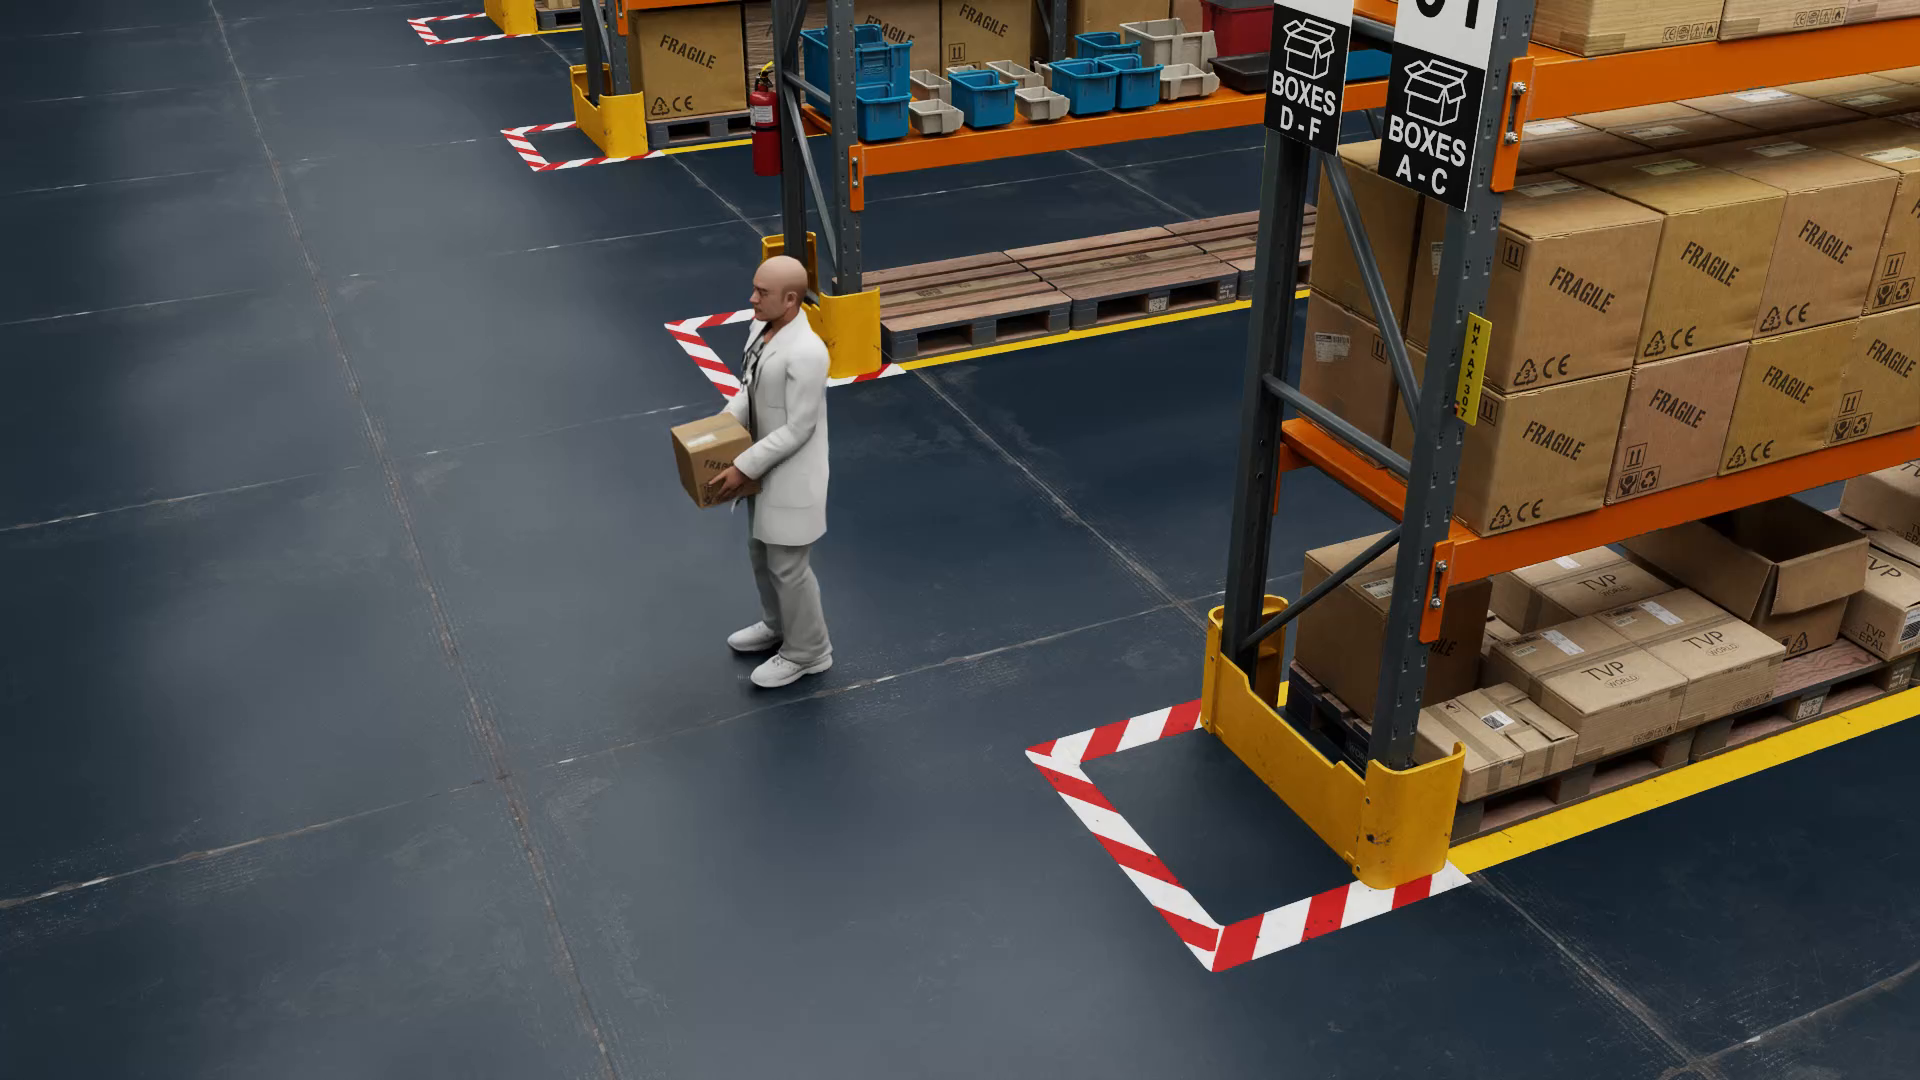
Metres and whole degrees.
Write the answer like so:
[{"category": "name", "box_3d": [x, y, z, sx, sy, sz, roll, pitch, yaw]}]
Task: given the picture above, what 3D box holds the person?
[{"category": "person", "box_3d": [-0.786, -0.256, 6.596, 0.517, 1.782, 0.559, -13, 32, -22]}]
